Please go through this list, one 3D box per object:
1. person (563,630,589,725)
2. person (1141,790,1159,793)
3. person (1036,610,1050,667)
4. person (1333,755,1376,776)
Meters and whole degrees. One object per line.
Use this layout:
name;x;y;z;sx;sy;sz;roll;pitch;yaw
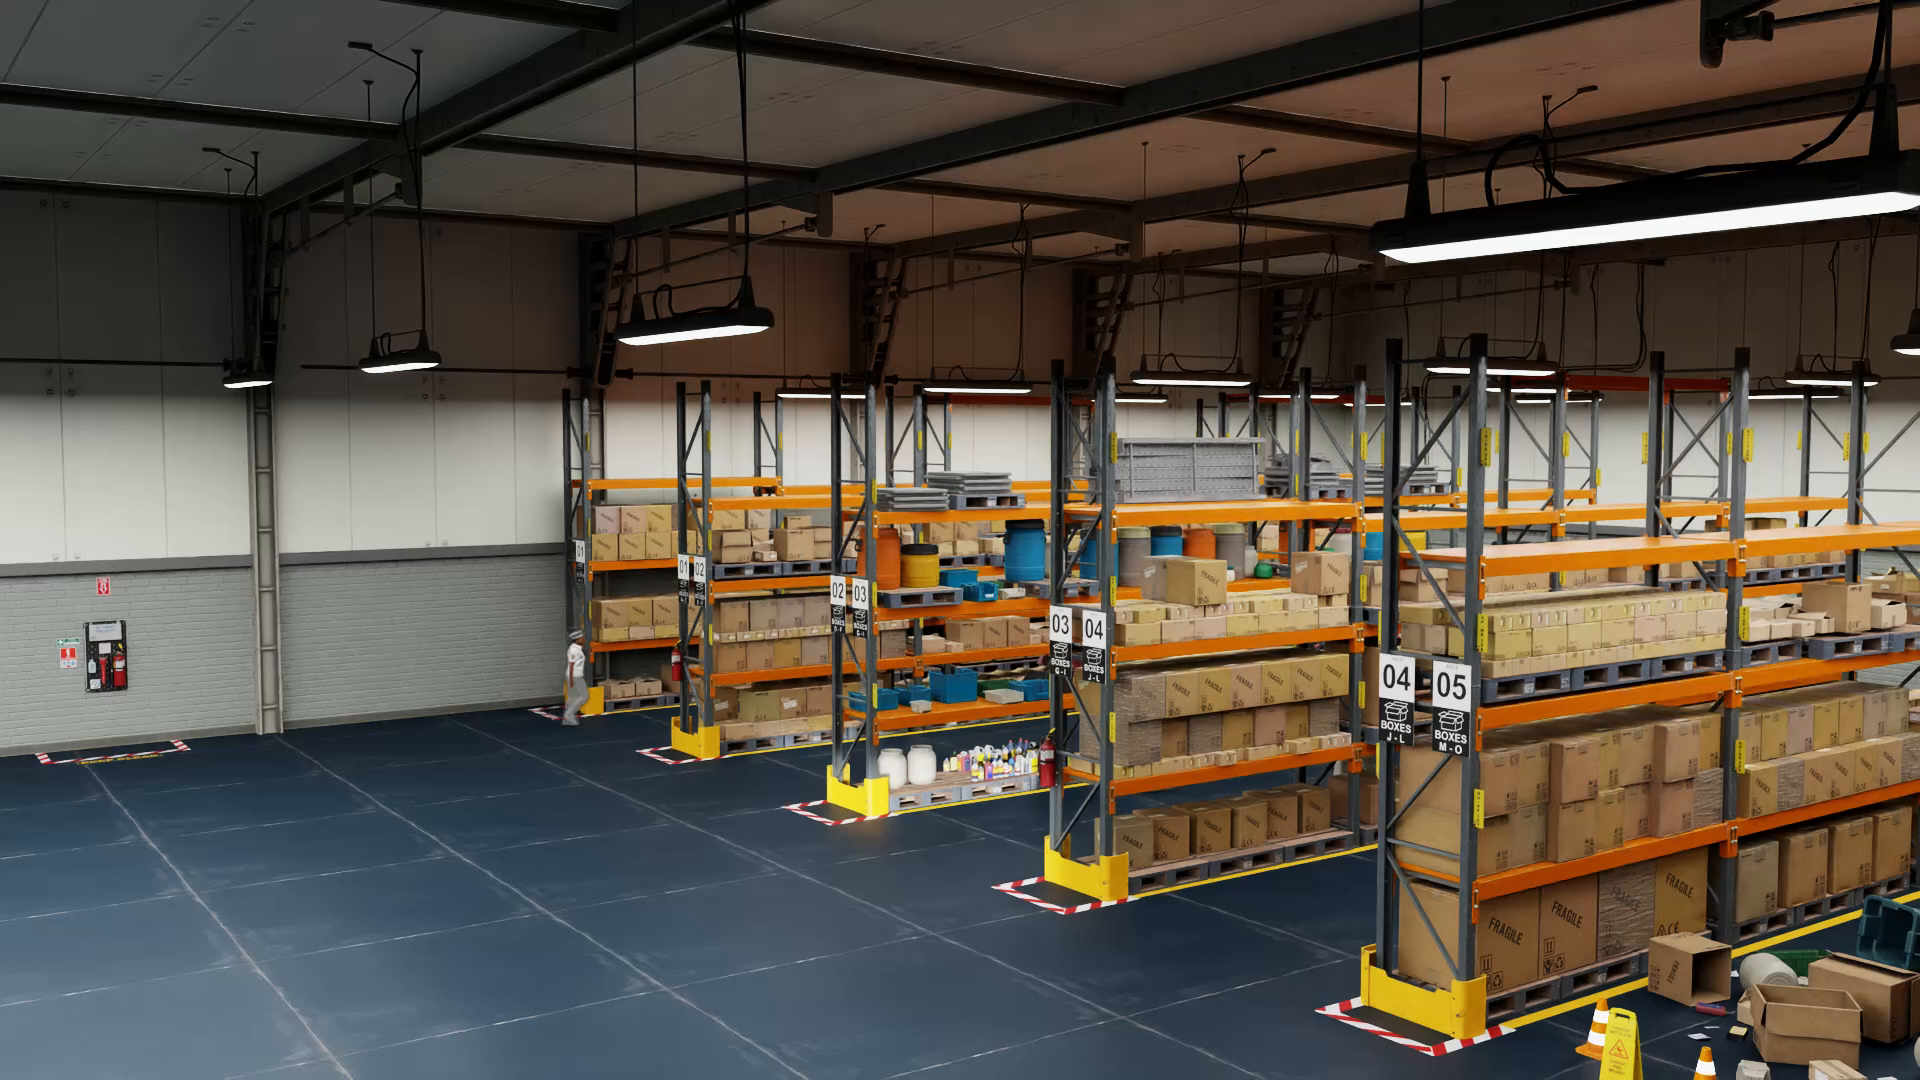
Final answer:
person;-6.811;2.430;29.410;0.446;1.676;0.501;-1;4;-21
person;2.727;2.823;23.931;0.541;1.755;0.432;4;5;44
person;1.775;2.211;33.195;1.058;1.609;0.493;-3;5;-38
person;5.575;2.839;23.492;0.992;1.603;0.469;-1;4;-22
